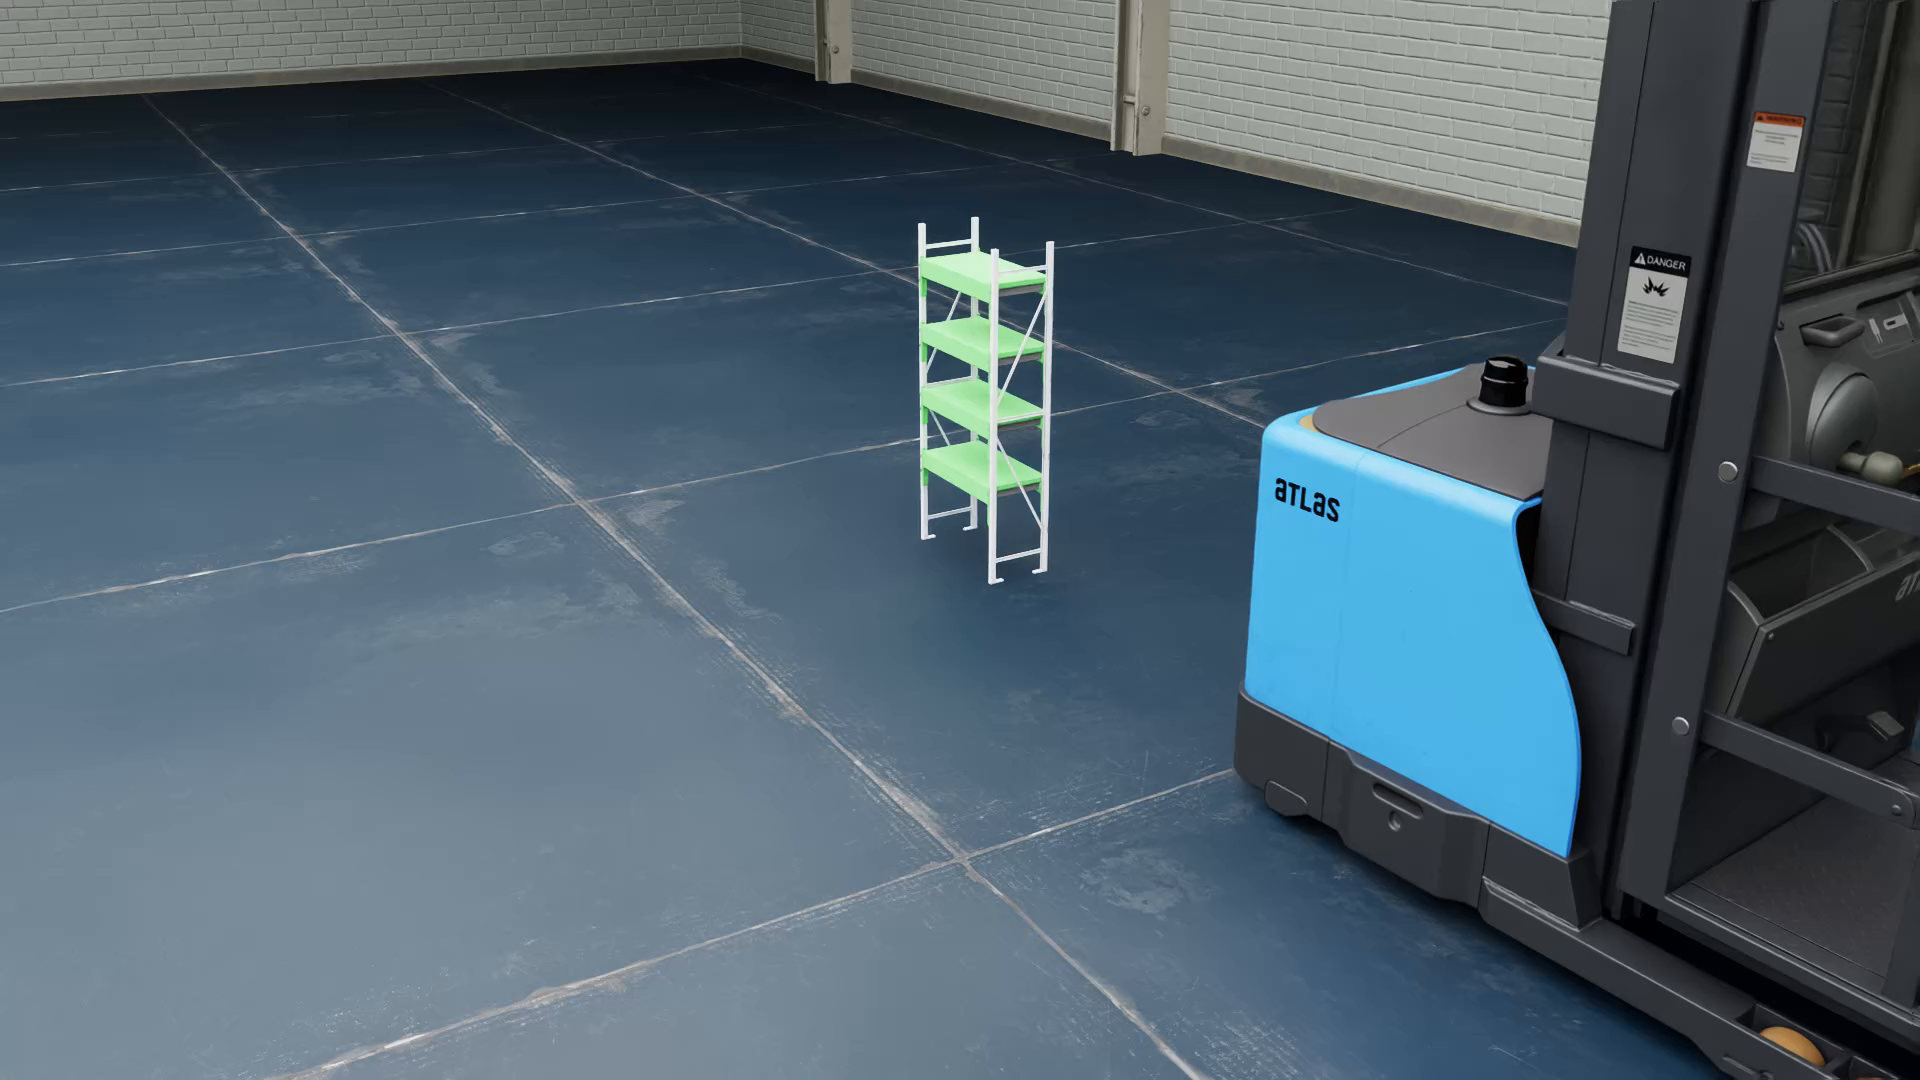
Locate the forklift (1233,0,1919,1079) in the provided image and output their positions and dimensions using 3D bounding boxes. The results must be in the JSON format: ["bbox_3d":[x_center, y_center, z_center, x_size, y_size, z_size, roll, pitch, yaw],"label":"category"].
[{"bbox_3d":[2.038,-0.334,3.242,1.130,2.935,3.031,-16,27,-34],"label":"forklift"}]

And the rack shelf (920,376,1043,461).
[{"bbox_3d":[0.085,-0.443,5.978,0.258,0.148,0.480,-13,25,-28],"label":"rack shelf"}]

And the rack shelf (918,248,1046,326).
[{"bbox_3d":[0.085,-0.888,5.797,0.258,0.148,0.480,-13,25,-28],"label":"rack shelf"}]

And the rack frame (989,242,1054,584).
[{"bbox_3d":[0.209,-0.423,5.759,0.240,1.200,0.015,-13,25,-28],"label":"rack frame"}]

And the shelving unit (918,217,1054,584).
[{"bbox_3d":[0.085,-0.502,5.954,0.258,1.200,0.503,-13,25,-28],"label":"shelving unit"}]

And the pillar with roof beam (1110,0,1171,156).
[{"bbox_3d":[-2.120,-6.813,11.123,9.100,9.000,0.400,-13,25,-28],"label":"pillar with roof beam"}]

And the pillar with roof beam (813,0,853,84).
[{"bbox_3d":[-5.185,-8.756,15.902,9.100,9.000,0.400,-13,25,-28],"label":"pillar with roof beam"}]

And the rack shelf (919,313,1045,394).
[{"bbox_3d":[0.085,-0.665,5.887,0.258,0.148,0.480,-13,25,-28],"label":"rack shelf"}]

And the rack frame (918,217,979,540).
[{"bbox_3d":[-0.040,-0.581,6.148,0.240,1.200,0.015,-13,25,-28],"label":"rack frame"}]

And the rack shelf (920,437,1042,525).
[{"bbox_3d":[0.085,-0.221,6.068,0.258,0.148,0.480,-13,25,-28],"label":"rack shelf"}]
